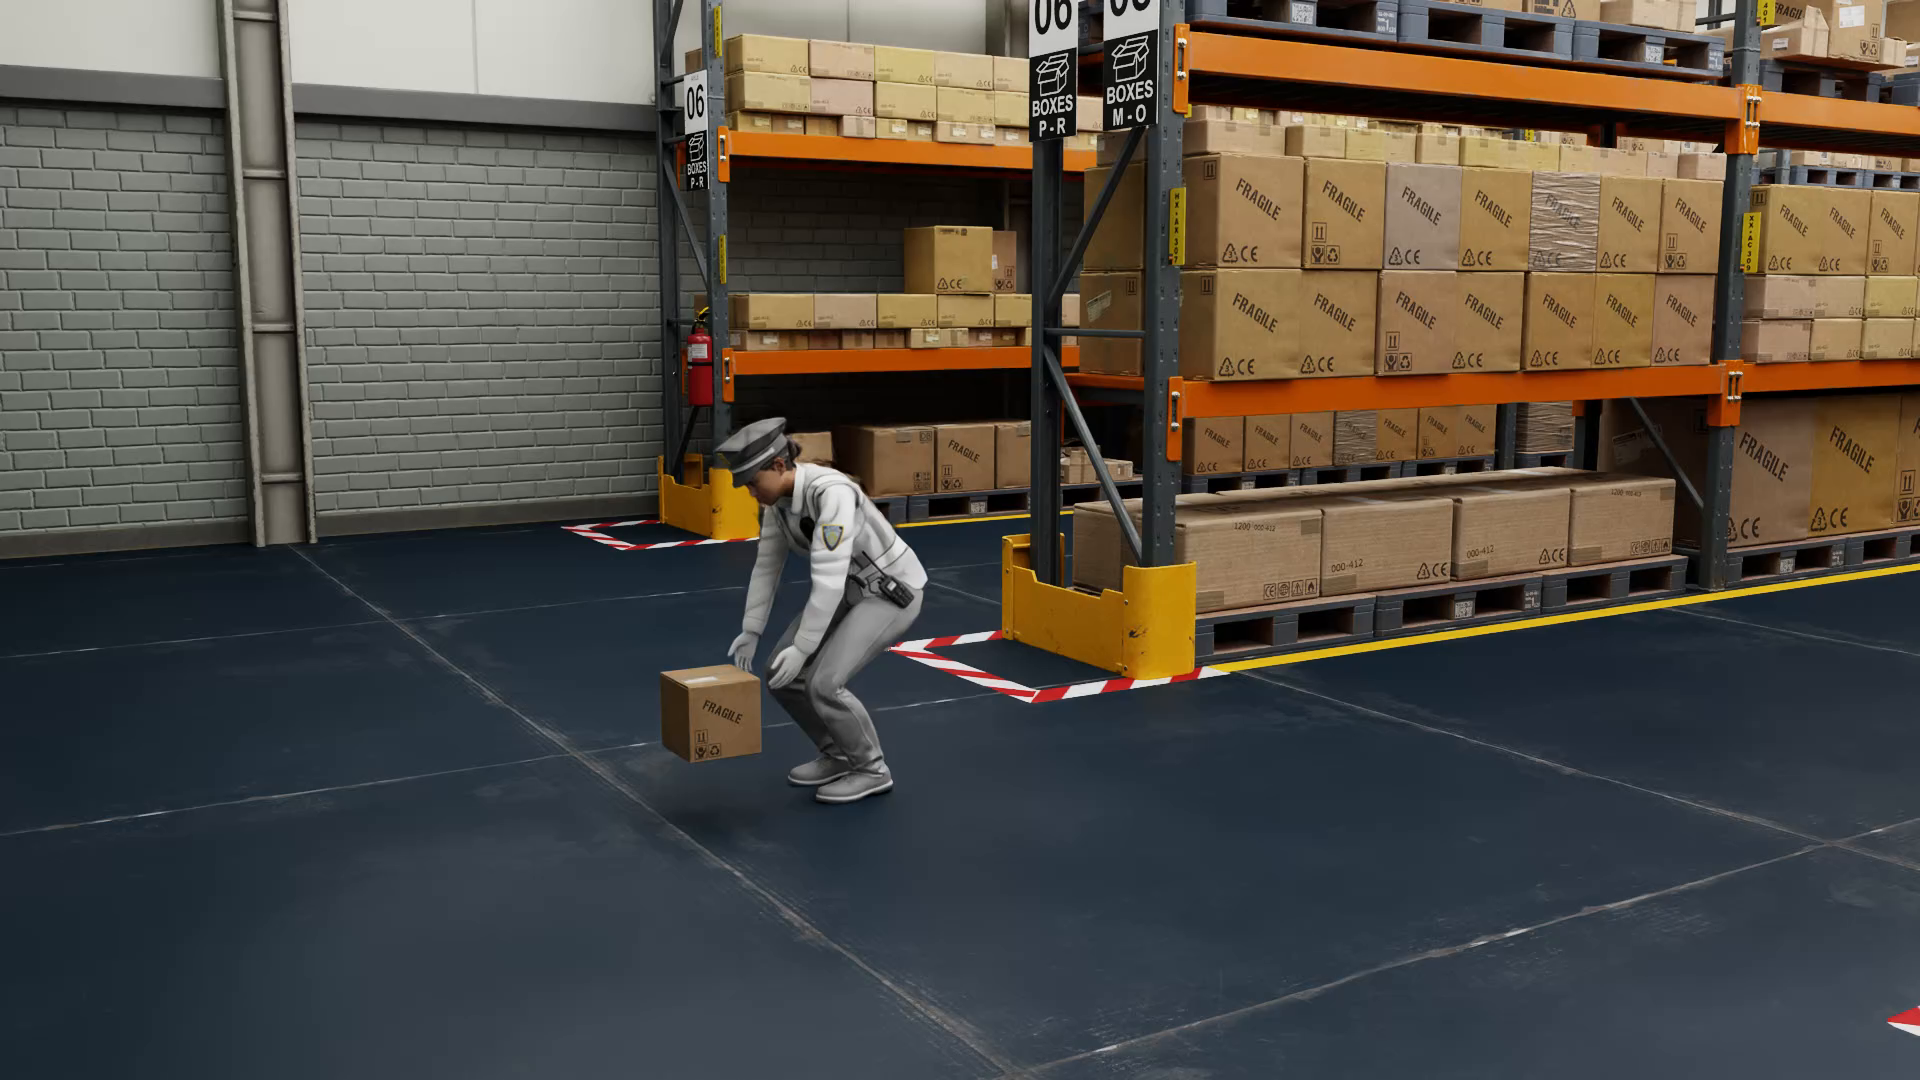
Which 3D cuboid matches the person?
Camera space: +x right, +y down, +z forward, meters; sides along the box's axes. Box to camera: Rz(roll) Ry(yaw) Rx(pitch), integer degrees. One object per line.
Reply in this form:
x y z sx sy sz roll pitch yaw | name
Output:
-0.459 0.227 5.575 0.749 1.294 0.534 -5 10 -31 | person
